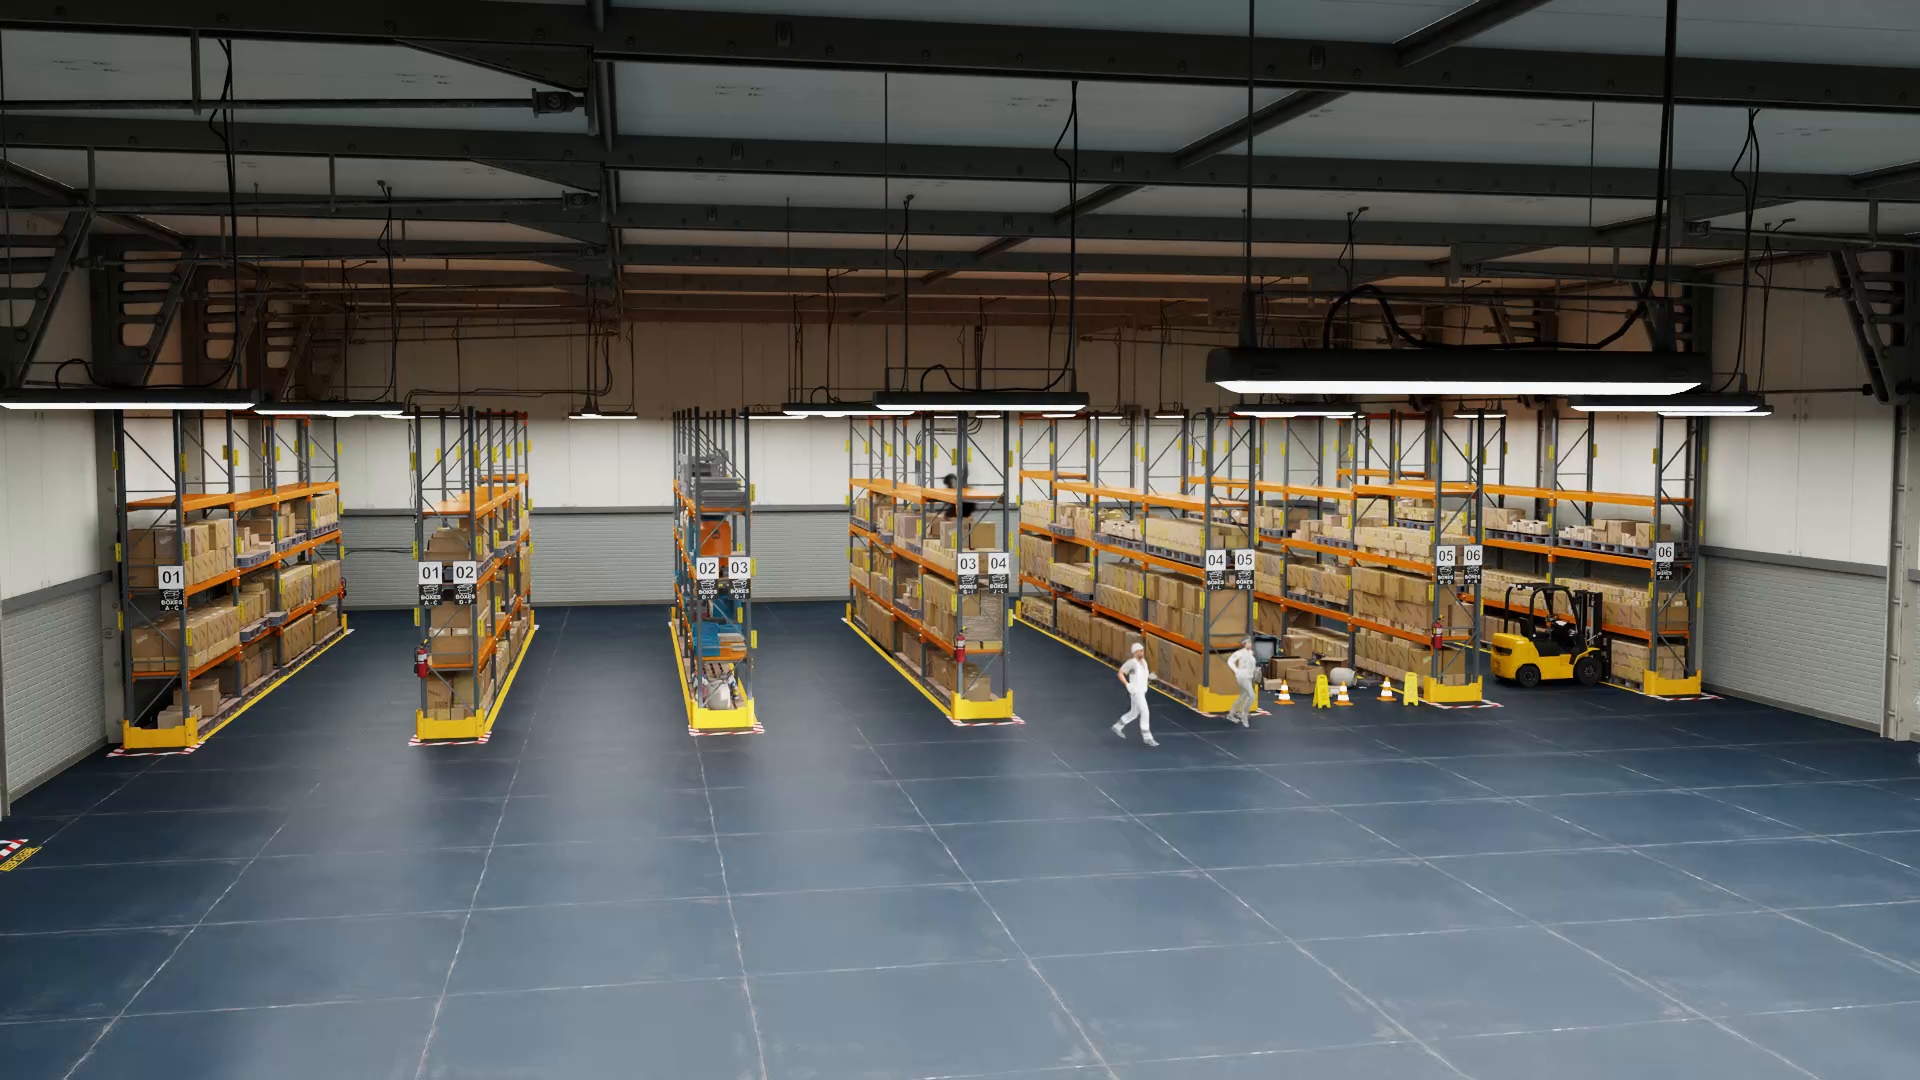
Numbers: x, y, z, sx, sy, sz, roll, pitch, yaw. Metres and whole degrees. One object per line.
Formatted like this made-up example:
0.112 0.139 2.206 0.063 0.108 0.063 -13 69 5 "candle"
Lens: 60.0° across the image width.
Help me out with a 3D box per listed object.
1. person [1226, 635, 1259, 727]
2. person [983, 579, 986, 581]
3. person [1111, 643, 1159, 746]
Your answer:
5.366 2.655 31.432 0.629 1.739 0.639 3 5 37 "person"
0.402 1.488 48.234 0.714 1.656 0.540 2 5 27 "person"
3.136 2.721 29.556 0.929 1.802 0.634 2 5 29 "person"
